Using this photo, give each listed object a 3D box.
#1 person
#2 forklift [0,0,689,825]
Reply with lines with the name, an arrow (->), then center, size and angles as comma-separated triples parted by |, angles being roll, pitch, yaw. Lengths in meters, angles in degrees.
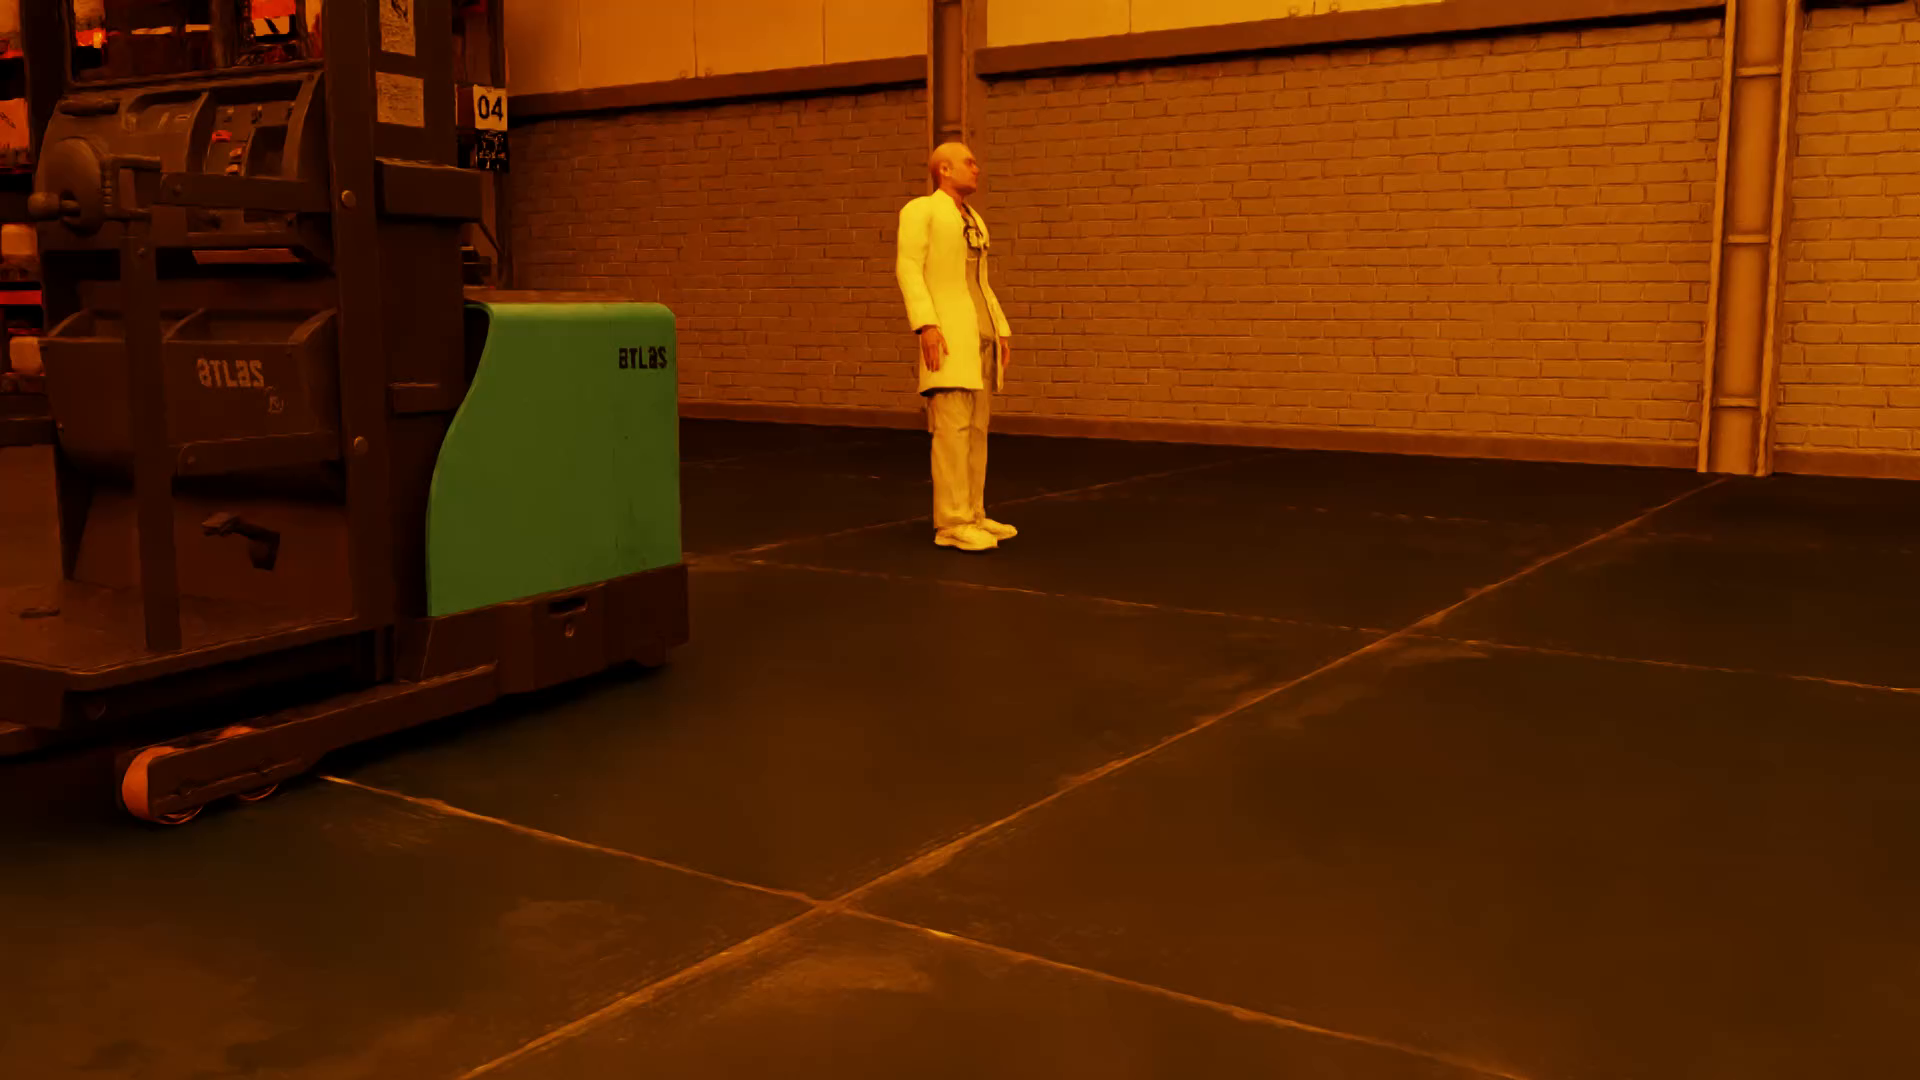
person -> 0.073, -0.879, 7.423 | 0.579, 1.776, 0.694 | 5, 10, 34
forklift -> -1.953, -0.931, 3.741 | 1.130, 2.935, 3.031 | 4, 9, 28
